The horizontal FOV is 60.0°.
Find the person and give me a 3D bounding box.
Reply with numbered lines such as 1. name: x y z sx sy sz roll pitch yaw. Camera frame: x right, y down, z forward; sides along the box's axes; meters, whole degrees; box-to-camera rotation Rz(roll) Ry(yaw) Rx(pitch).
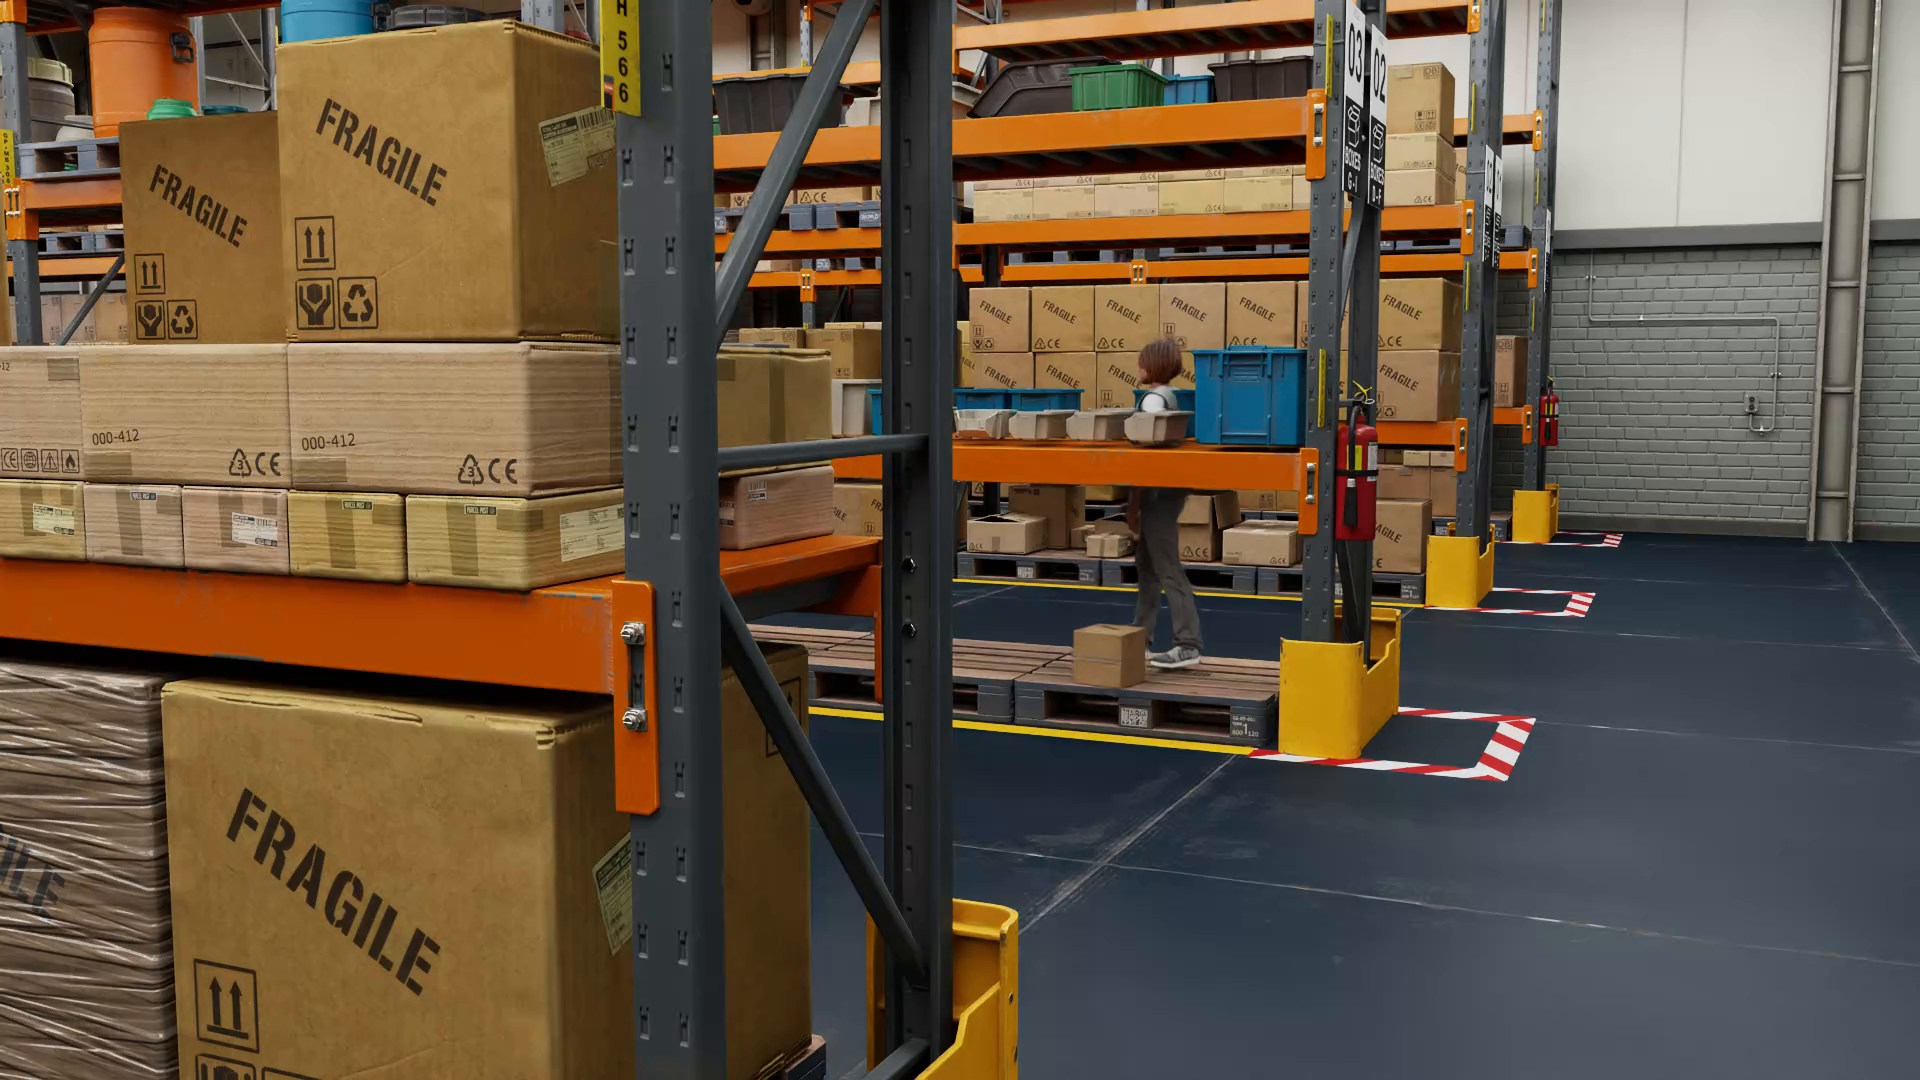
1. person: 0.949 -0.195 8.198 0.574 1.582 0.588 2 6 21
